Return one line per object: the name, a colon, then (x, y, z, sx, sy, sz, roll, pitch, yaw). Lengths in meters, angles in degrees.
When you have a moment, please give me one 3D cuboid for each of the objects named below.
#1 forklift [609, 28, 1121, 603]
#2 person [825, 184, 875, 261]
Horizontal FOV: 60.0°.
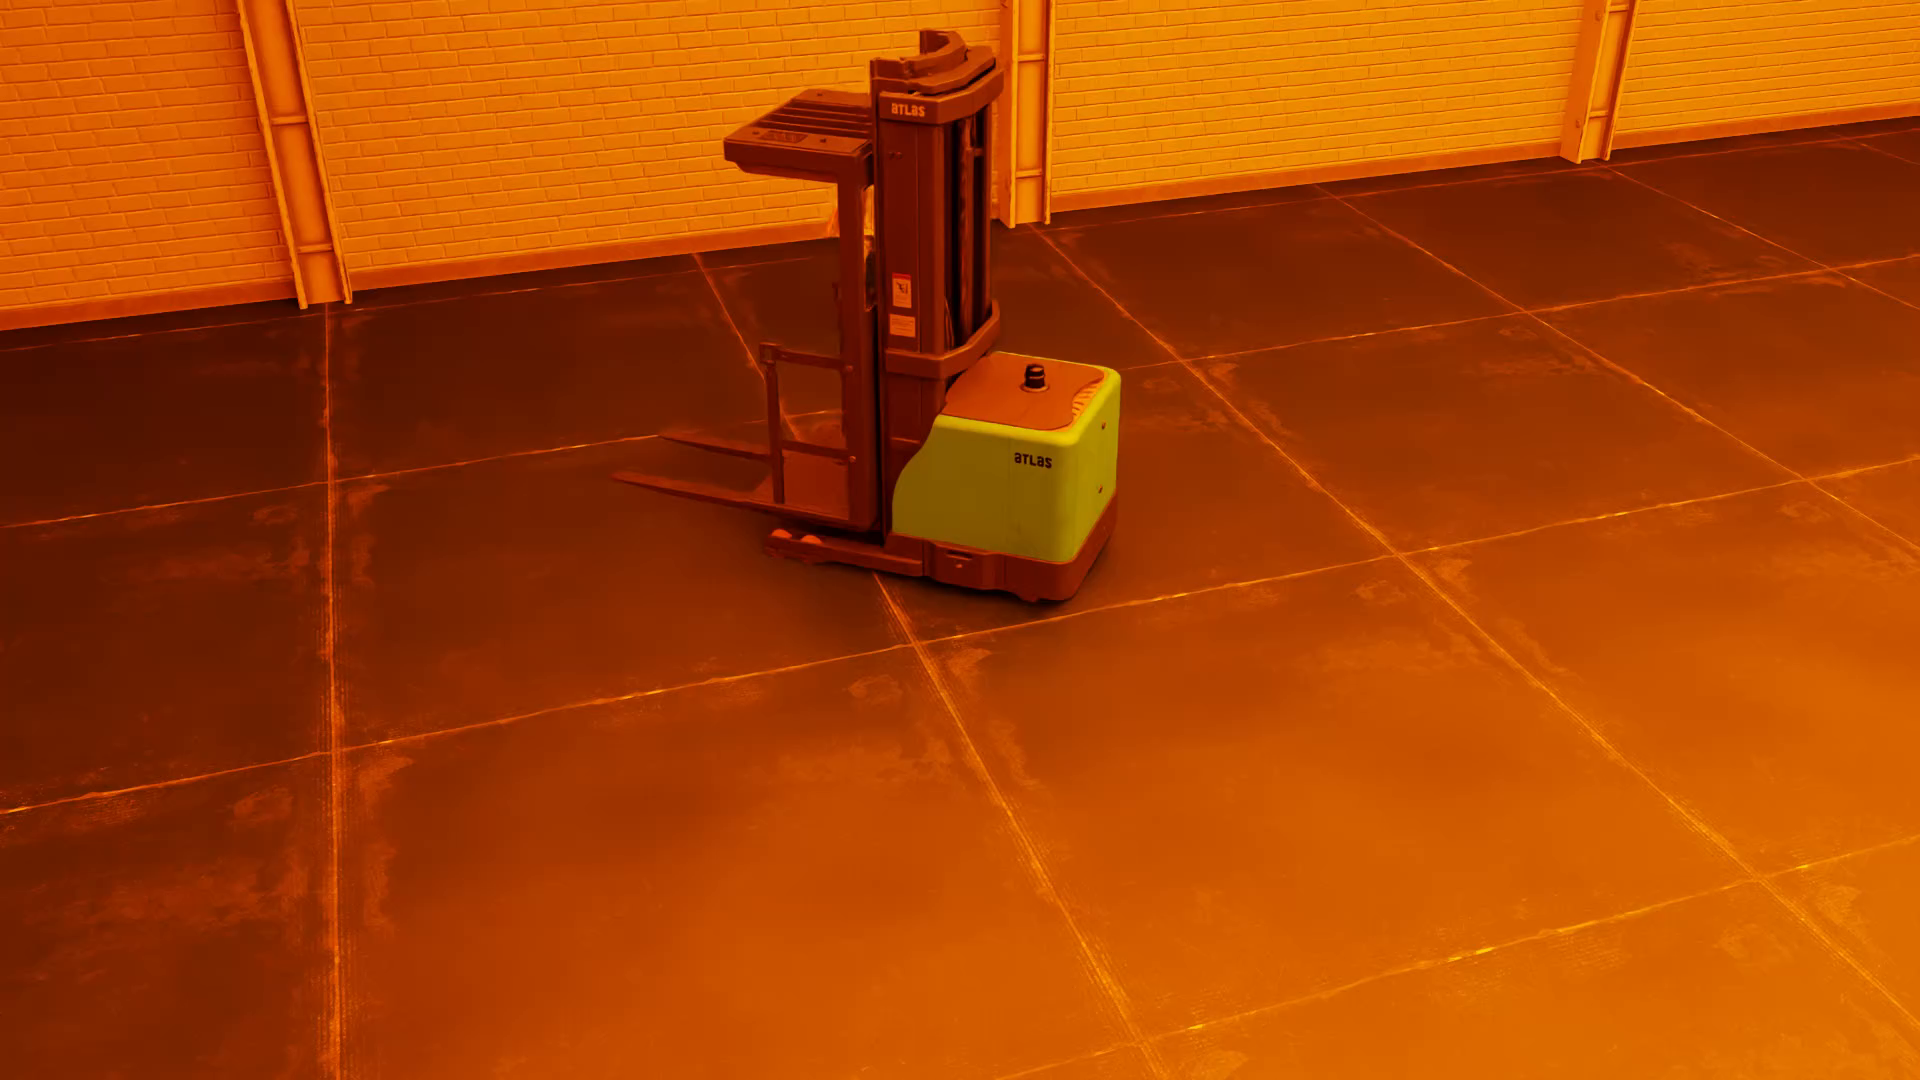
forklift: (-0.631, -1.363, 9.456, 3.031, 2.935, 1.130, 11, 32, 18)
person: (-0.649, -2.353, 12.609, 0.754, 1.517, 0.452, -2, 30, -3)
